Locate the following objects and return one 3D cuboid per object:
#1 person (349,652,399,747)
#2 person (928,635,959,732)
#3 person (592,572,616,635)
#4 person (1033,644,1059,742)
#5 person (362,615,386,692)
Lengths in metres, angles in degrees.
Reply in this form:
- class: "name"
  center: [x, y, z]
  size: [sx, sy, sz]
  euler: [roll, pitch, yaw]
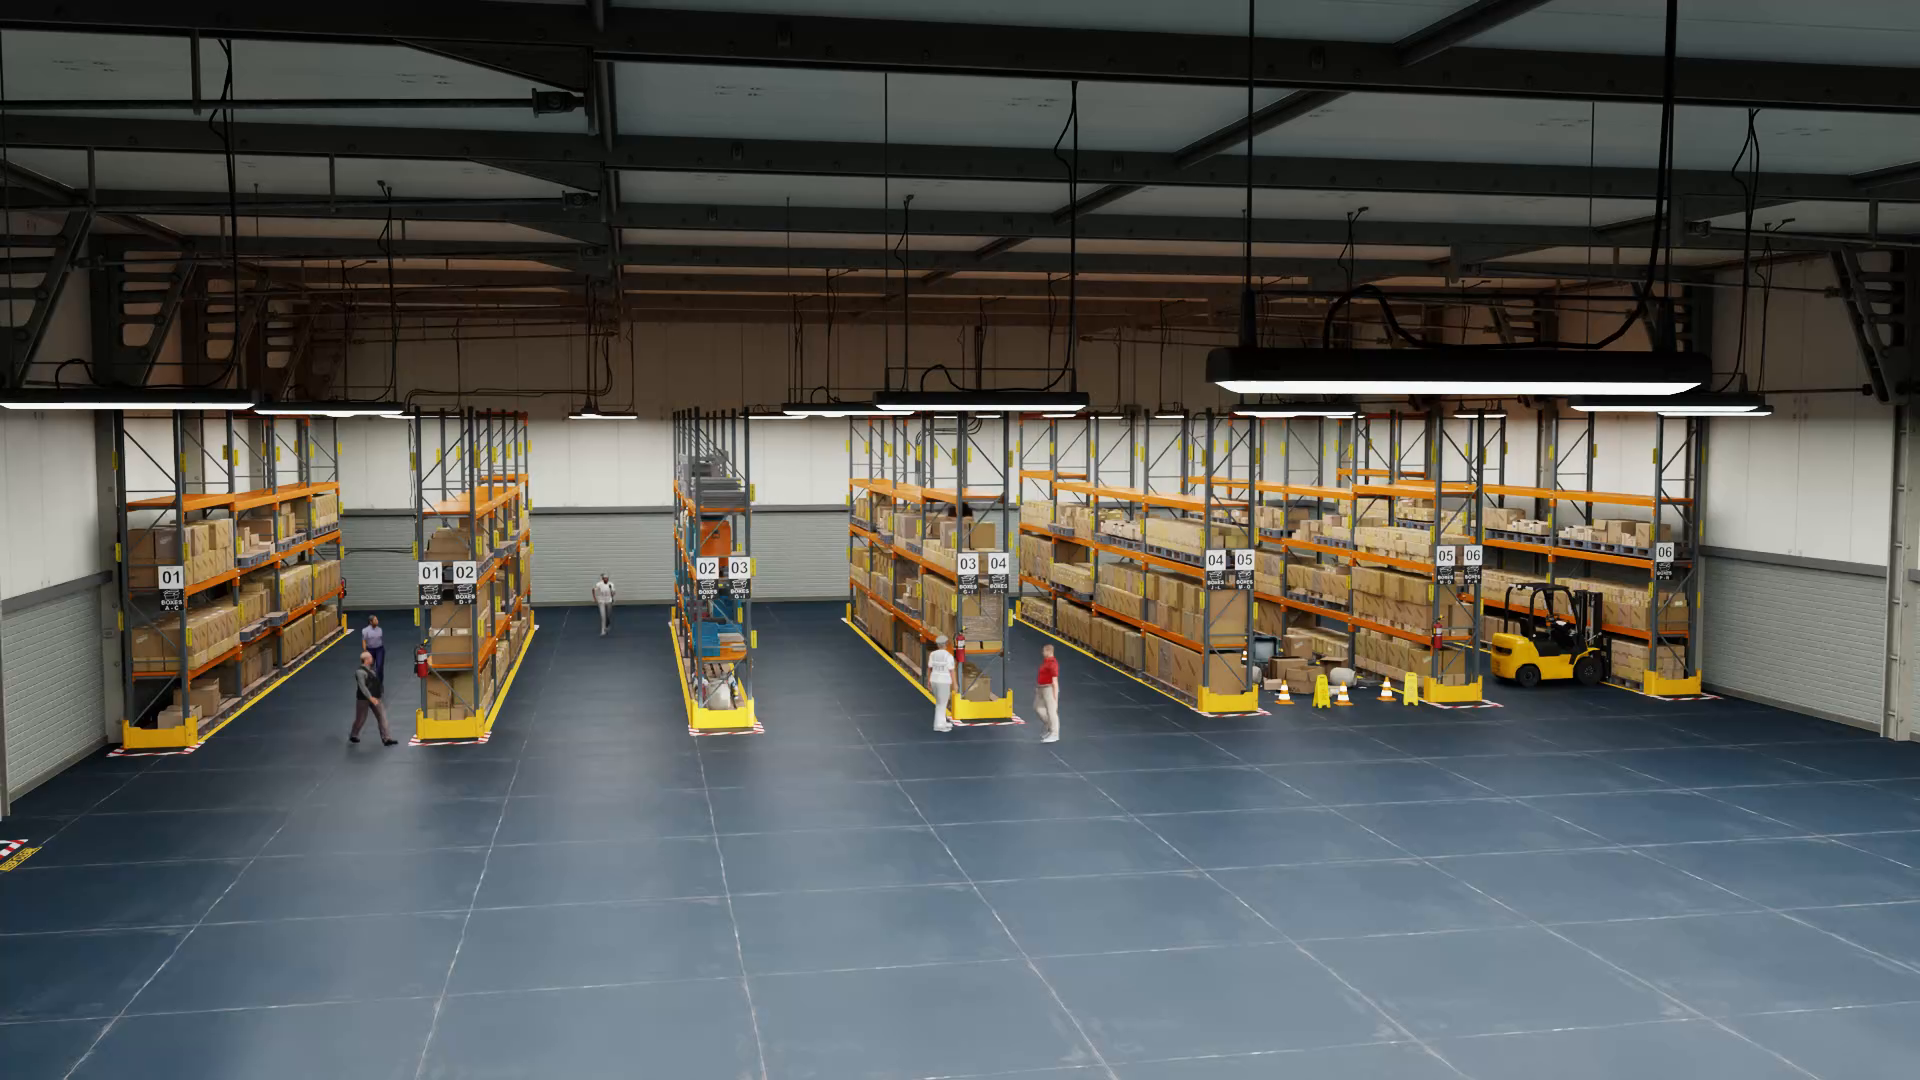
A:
- class: "person"
  center: [-10.381, 2.806, 29.254]
  size: [1.081, 1.666, 0.488]
  euler: [3, 5, 37]
- class: "person"
  center: [-0.269, 2.647, 30.912]
  size: [0.585, 1.771, 0.593]
  euler: [-3, 5, -36]
- class: "person"
  center: [-9.557, 1.687, 44.687]
  size: [0.630, 1.640, 1.028]
  euler: [-1, 4, -12]
- class: "person"
  center: [1.580, 2.730, 29.846]
  size: [0.426, 1.747, 0.626]
  euler: [-1, 4, -19]
- class: "person"
  center: [-12.433, 2.393, 35.298]
  size: [0.458, 1.615, 0.665]
  euler: [-1, 4, -14]
